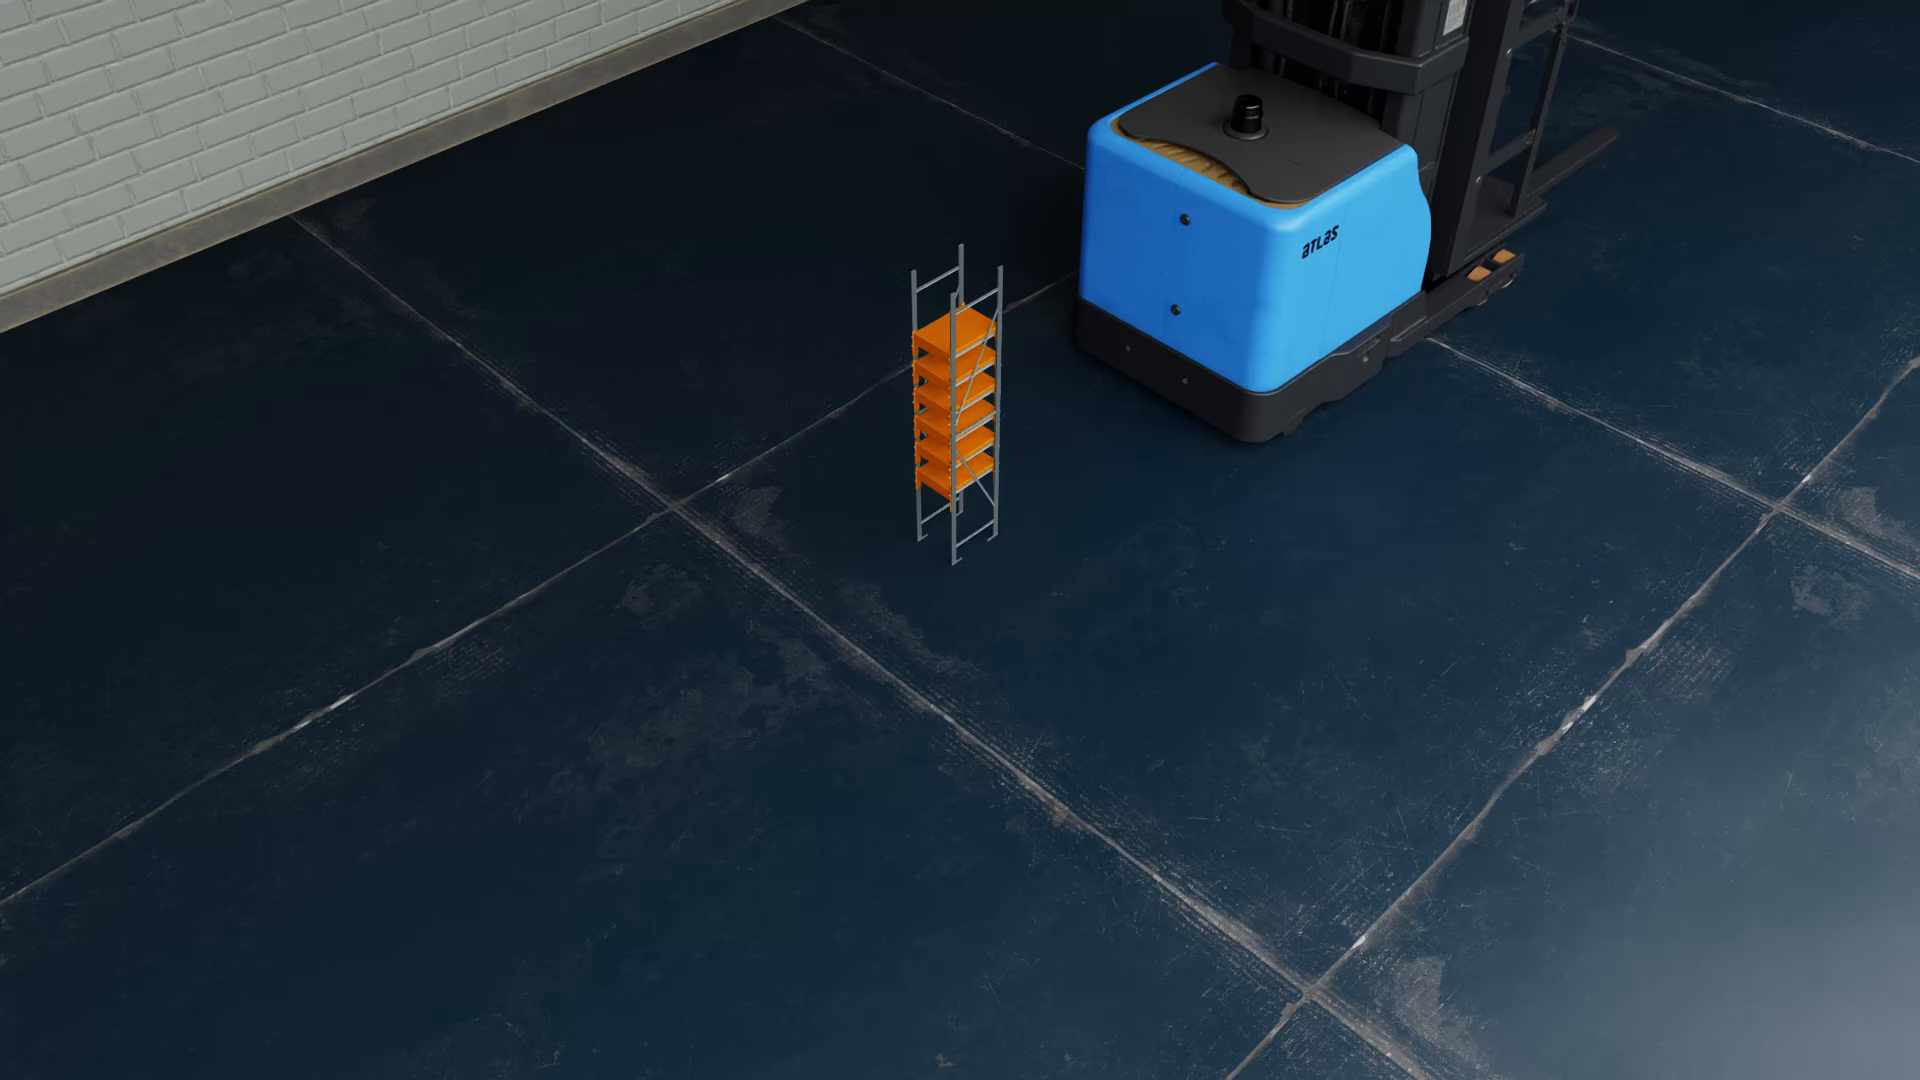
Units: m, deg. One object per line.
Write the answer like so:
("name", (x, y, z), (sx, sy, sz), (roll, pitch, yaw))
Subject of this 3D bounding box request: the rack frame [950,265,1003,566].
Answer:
("rack frame", (0.054, -0.404, 5.803), (0.240, 1.200, 0.006), (-34, 53, -31))

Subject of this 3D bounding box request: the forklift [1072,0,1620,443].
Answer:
("forklift", (1.884, -2.347, 6.630), (3.031, 2.935, 1.130), (-33, 52, -31))

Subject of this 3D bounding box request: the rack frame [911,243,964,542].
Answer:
("rack frame", (-0.075, -0.492, 5.898), (0.240, 1.200, 0.006), (-34, 53, -31))

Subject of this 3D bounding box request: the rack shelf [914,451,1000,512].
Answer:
("rack shelf", (-0.010, -0.239, 6.043), (0.258, 0.103, 0.180), (-34, 53, -31))

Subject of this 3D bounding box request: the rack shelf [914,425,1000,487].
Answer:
("rack shelf", (-0.010, -0.327, 5.962), (0.258, 0.103, 0.180), (-34, 53, -31))

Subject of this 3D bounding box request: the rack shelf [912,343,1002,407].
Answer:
("rack shelf", (-0.010, -0.591, 5.718), (0.258, 0.103, 0.180), (-34, 53, -31))

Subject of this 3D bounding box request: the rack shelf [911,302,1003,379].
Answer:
("rack shelf", (-0.010, -0.679, 5.636), (0.258, 0.103, 0.180), (-34, 53, -31))

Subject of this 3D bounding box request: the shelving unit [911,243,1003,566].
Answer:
("shelving unit", (-0.010, -0.448, 5.850), (0.258, 1.200, 0.189), (-34, 53, -31))

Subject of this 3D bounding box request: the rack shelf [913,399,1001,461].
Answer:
("rack shelf", (-0.010, -0.415, 5.880), (0.258, 0.103, 0.180), (-34, 53, -31))

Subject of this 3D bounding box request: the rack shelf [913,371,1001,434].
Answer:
("rack shelf", (-0.010, -0.503, 5.799), (0.258, 0.103, 0.180), (-34, 53, -31))
